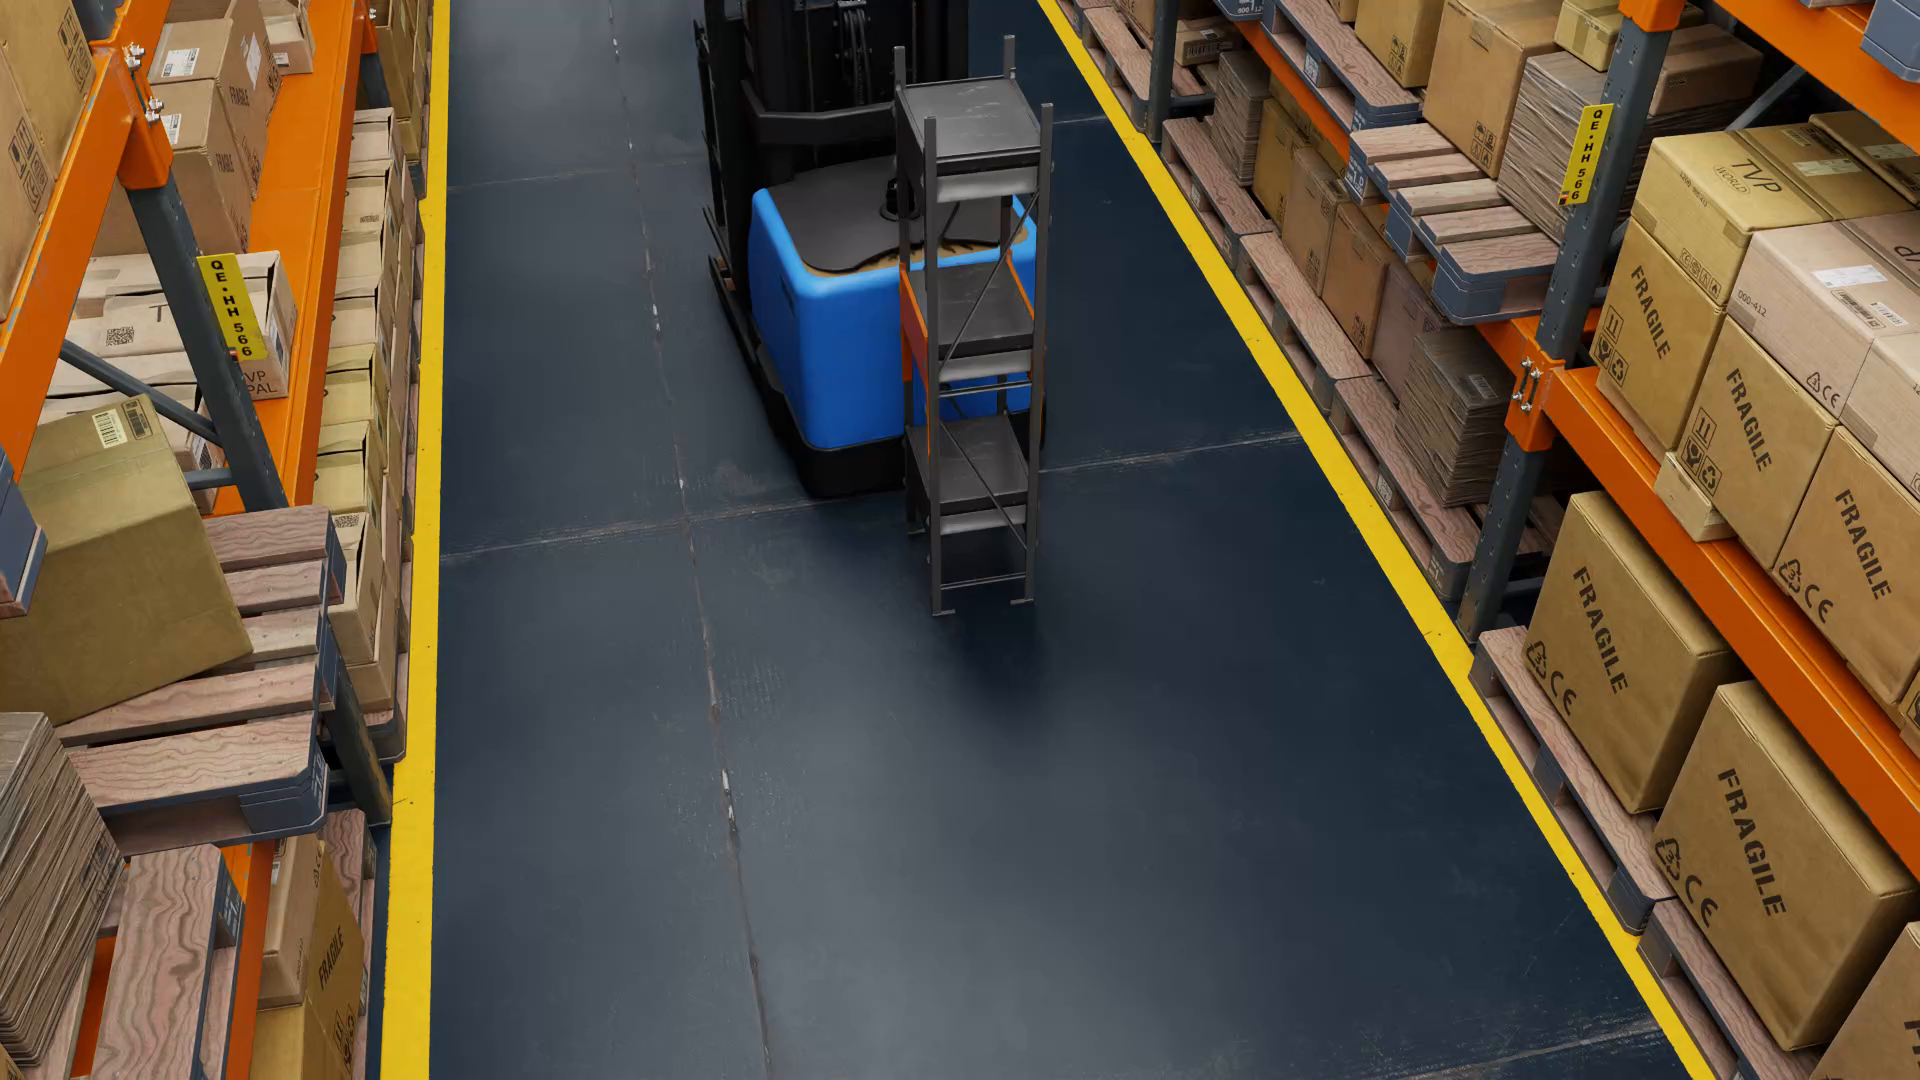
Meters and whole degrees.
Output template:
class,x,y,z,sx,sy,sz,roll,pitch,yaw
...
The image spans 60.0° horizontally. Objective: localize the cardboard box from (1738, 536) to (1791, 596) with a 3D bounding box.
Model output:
class,x,y,z,sx,sy,sz,roll,pitch,yaw
cardboard box,2.441,-0.003,4.668,0.380,0.149,0.250,-9,42,-10

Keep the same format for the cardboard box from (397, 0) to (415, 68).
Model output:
class,x,y,z,sx,sy,sz,roll,pitch,yaw
cardboard box,-3.209,-2.789,8.822,0.500,0.500,0.500,-8,42,-9

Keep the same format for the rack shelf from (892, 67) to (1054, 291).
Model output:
class,x,y,z,sx,sy,sz,roll,pitch,yaw
rack shelf,0.036,-1.191,5.476,0.431,0.518,0.480,-8,42,-9

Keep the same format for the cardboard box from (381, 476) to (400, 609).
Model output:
class,x,y,z,sx,sy,sz,roll,pitch,yaw
cardboard box,-2.371,0.046,6.194,0.500,0.250,0.500,-9,42,-10

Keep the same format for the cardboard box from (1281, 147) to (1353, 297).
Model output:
class,x,y,z,sx,sy,sz,roll,pitch,yaw
cardboard box,1.944,-1.514,7.748,0.700,0.500,0.500,-8,42,-9

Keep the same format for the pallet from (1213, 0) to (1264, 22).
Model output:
class,x,y,z,sx,sy,sz,roll,pitch,yaw
pallet,1.560,-2.835,7.829,1.003,0.211,1.213,-8,42,-9

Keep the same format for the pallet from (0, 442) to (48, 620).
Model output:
class,x,y,z,sx,sy,sz,roll,pitch,yaw
pallet,-1.871,0.318,2.014,1.213,0.211,1.003,-8,42,-9

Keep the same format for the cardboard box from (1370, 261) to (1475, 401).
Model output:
class,x,y,z,sx,sy,sz,roll,pitch,yaw
cardboard box,2.197,-0.870,7.022,0.700,0.500,0.500,-8,42,-9

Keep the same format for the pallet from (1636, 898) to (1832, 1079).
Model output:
class,x,y,z,sx,sy,sz,roll,pitch,yaw
pallet,2.757,1.523,4.875,1.003,0.211,1.213,-8,42,-9

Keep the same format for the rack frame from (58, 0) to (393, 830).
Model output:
class,x,y,z,sx,sy,sz,roll,pitch,yaw
rack frame,-2.435,-0.118,4.624,1.000,3.000,0.127,-8,42,-9

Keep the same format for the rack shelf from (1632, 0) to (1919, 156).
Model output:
class,x,y,z,sx,sy,sz,roll,pitch,yaw
rack shelf,2.833,-0.387,3.209,1.077,0.370,4.000,-8,42,-9

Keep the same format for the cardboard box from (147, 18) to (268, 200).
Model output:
class,x,y,z,sx,sy,sz,roll,pitch,yaw
cardboard box,-2.927,-1.582,6.198,0.500,0.500,0.500,-8,42,-9

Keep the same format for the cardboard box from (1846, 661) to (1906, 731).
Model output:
class,x,y,z,sx,sy,sz,roll,pitch,yaw
cardboard box,2.551,0.332,4.290,0.380,0.149,0.250,-8,42,-9

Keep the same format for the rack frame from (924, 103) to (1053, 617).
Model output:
class,x,y,z,sx,sy,sz,roll,pitch,yaw
rack frame,0.088,-0.520,5.754,0.400,2.100,0.015,-8,42,-9

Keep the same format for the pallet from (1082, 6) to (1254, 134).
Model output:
class,x,y,z,sx,sy,sz,roll,pitch,yaw
pallet,1.358,-2.811,9.758,1.003,0.211,1.213,-8,42,-9

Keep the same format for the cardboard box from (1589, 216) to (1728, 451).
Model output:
class,x,y,z,sx,sy,sz,roll,pitch,yaw
cardboard box,2.256,-0.635,4.892,0.500,0.500,0.500,-7,42,-8

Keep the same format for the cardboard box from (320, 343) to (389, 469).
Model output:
class,x,y,z,sx,sy,sz,roll,pitch,yaw
cardboard box,-2.491,-0.509,6.396,0.500,0.311,0.500,-9,42,-10

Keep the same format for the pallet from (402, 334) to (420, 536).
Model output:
class,x,y,z,sx,sy,sz,roll,pitch,yaw
pallet,-2.835,-0.404,7.046,1.003,0.211,1.213,-8,42,-9

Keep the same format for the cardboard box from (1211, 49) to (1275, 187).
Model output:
class,x,y,z,sx,sy,sz,roll,pitch,yaw
cardboard box,1.713,-2.178,8.496,0.700,0.500,0.500,-7,42,-8

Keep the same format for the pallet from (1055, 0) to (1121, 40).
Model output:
class,x,y,z,sx,sy,sz,roll,pitch,yaw
pallet,1.091,-3.603,10.650,1.003,0.211,1.213,-8,42,-9

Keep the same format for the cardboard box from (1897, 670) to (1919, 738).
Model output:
class,x,y,z,sx,sy,sz,roll,pitch,yaw
cardboard box,2.586,0.364,3.766,0.500,0.500,0.500,-7,42,-8

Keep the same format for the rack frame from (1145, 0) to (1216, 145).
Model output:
class,x,y,z,sx,sy,sz,roll,pitch,yaw
rack frame,1.538,-3.423,8.347,1.000,3.000,0.127,-8,42,-9

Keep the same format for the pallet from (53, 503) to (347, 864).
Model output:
class,x,y,z,sx,sy,sz,roll,pitch,yaw
pallet,-2.220,0.383,4.204,1.213,0.211,1.003,-8,42,-9

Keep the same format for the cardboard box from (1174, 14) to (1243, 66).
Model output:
class,x,y,z,sx,sy,sz,roll,pitch,yaw
cardboard box,1.393,-2.871,9.527,0.380,0.166,0.250,-14,43,-15

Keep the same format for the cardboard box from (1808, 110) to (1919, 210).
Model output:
class,x,y,z,sx,sy,sz,roll,pitch,yaw
cardboard box,2.752,-1.010,4.749,0.500,0.250,0.500,-7,42,-8

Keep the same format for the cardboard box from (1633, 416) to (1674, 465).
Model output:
class,x,y,z,sx,sy,sz,roll,pitch,yaw
cardboard box,2.292,-0.333,5.040,0.380,0.149,0.250,-8,42,-9

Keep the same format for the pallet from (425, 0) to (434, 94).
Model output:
class,x,y,z,sx,sy,sz,roll,pitch,yaw
pallet,-3.696,-2.982,9.951,1.003,0.211,1.213,-8,42,-9

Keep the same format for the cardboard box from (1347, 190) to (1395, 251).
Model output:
class,x,y,z,sx,sy,sz,roll,pitch,yaw
cardboard box,2.017,-1.511,7.180,0.500,0.250,0.500,-9,42,-9

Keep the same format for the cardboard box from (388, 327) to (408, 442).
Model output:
class,x,y,z,sx,sy,sz,roll,pitch,yaw
cardboard box,-2.599,-0.623,6.947,0.500,0.250,0.500,-8,42,-8

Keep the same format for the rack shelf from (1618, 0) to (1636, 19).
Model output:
class,x,y,z,sx,sy,sz,roll,pitch,yaw
rack shelf,1.969,-2.980,6.130,1.077,0.370,4.000,-8,42,-9

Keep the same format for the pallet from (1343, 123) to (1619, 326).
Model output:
class,x,y,z,sx,sy,sz,roll,pitch,yaw
pallet,2.143,-1.206,5.993,1.213,0.211,1.003,-8,42,-9

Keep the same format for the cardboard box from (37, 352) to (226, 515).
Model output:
class,x,y,z,sx,sy,sz,roll,pitch,yaw
cardboard box,-2.471,-0.327,4.926,0.500,0.311,0.500,-6,42,-7

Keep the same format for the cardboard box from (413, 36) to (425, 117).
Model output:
class,x,y,z,sx,sy,sz,roll,pitch,yaw
cardboard box,-3.206,-2.509,9.072,0.500,0.250,0.500,-8,42,-9

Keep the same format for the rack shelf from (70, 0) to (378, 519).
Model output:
class,x,y,z,sx,sy,sz,roll,pitch,yaw
rack shelf,-2.867,-1.146,6.323,1.077,0.370,4.000,-8,42,-9

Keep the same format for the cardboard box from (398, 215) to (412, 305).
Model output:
class,x,y,z,sx,sy,sz,roll,pitch,yaw
cardboard box,-2.819,-1.285,7.692,0.500,0.250,0.500,-9,42,-10

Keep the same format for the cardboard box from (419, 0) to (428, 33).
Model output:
class,x,y,z,sx,sy,sz,roll,pitch,yaw
cardboard box,-3.422,-3.157,9.802,0.500,0.250,0.500,-8,42,-9

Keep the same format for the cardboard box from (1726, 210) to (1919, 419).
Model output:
class,x,y,z,sx,sy,sz,roll,pitch,yaw
cardboard box,2.364,-0.588,4.273,0.500,0.250,0.500,-9,42,-10

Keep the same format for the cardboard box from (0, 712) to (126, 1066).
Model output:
class,x,y,z,sx,sy,sz,roll,pitch,yaw
cardboard box,-2.178,0.699,3.311,0.700,0.500,0.500,-1,42,-1

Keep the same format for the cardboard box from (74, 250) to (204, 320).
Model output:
class,x,y,z,sx,sy,sz,roll,pitch,yaw
cardboard box,-2.765,-0.843,5.629,0.380,0.149,0.250,-5,42,-6

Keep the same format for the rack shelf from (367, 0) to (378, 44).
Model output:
class,x,y,z,sx,sy,sz,roll,pitch,yaw
rack shelf,-3.730,-3.739,9.244,1.077,0.370,4.000,-8,42,-9

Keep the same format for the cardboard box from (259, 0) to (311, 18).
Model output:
class,x,y,z,sx,sy,sz,roll,pitch,yaw
cardboard box,-3.150,-2.342,7.242,0.500,0.250,0.500,-6,42,-7

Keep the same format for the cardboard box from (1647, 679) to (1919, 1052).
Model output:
class,x,y,z,sx,sy,sz,roll,pitch,yaw
cardboard box,2.614,0.880,4.802,0.750,0.750,0.750,-9,42,-9

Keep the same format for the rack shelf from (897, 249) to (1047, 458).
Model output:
class,x,y,z,sx,sy,sz,roll,pitch,yaw
rack shelf,0.036,-0.668,5.941,0.431,0.518,0.480,-8,42,-9

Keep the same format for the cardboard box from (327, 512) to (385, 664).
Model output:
class,x,y,z,sx,sy,sz,roll,pitch,yaw
cardboard box,-2.261,0.162,5.641,0.500,0.311,0.500,-7,42,-8

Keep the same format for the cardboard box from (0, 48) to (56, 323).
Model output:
class,x,y,z,sx,sy,sz,roll,pitch,yaw
cardboard box,-2.198,-0.669,2.909,0.910,0.500,0.500,-8,42,-9

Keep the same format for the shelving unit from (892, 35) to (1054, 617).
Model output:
class,x,y,z,sx,sy,sz,roll,pitch,yaw
shelving unit,0.036,-0.678,5.932,0.431,2.100,0.503,-8,42,-9

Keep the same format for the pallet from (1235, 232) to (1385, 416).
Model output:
class,x,y,z,sx,sy,sz,roll,pitch,yaw
pallet,1.974,-1.084,7.812,1.003,0.211,1.213,-8,42,-9

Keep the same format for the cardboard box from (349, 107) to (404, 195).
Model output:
class,x,y,z,sx,sy,sz,roll,pitch,yaw
cardboard box,-2.931,-1.828,7.883,0.500,0.311,0.500,-8,42,-9

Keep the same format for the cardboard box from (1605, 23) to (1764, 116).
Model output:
class,x,y,z,sx,sy,sz,roll,pitch,yaw
cardboard box,2.297,-1.494,5.279,0.380,0.149,0.250,-14,43,-15

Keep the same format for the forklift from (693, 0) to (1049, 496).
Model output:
class,x,y,z,sx,sy,sz,roll,pitch,yaw
forklift,-0.583,-2.267,7.095,1.130,2.935,3.031,-12,43,-14

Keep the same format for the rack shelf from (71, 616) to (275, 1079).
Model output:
class,x,y,z,sx,sy,sz,roll,pitch,yaw
rack shelf,-2.004,1.447,3.402,1.077,0.370,4.000,-8,42,-9

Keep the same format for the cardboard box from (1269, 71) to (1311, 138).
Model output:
class,x,y,z,sx,sy,sz,roll,pitch,yaw
cardboard box,1.811,-2.174,7.926,0.500,0.250,0.500,-9,42,-10

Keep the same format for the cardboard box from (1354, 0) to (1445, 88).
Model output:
class,x,y,z,sx,sy,sz,roll,pitch,yaw
cardboard box,1.999,-2.140,6.495,0.700,0.500,0.500,-8,42,-9

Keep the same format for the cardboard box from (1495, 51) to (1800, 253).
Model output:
class,x,y,z,sx,sy,sz,roll,pitch,yaw
cardboard box,2.290,-1.336,5.589,0.700,0.500,0.500,-13,43,-14

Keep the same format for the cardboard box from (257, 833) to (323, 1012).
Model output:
class,x,y,z,sx,sy,sz,roll,pitch,yaw
cardboard box,-1.988,0.980,4.373,0.500,0.250,0.500,-7,42,-8

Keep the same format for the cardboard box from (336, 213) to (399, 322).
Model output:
class,x,y,z,sx,sy,sz,roll,pitch,yaw
cardboard box,-2.707,-1.168,7.139,0.500,0.311,0.500,-8,42,-9
